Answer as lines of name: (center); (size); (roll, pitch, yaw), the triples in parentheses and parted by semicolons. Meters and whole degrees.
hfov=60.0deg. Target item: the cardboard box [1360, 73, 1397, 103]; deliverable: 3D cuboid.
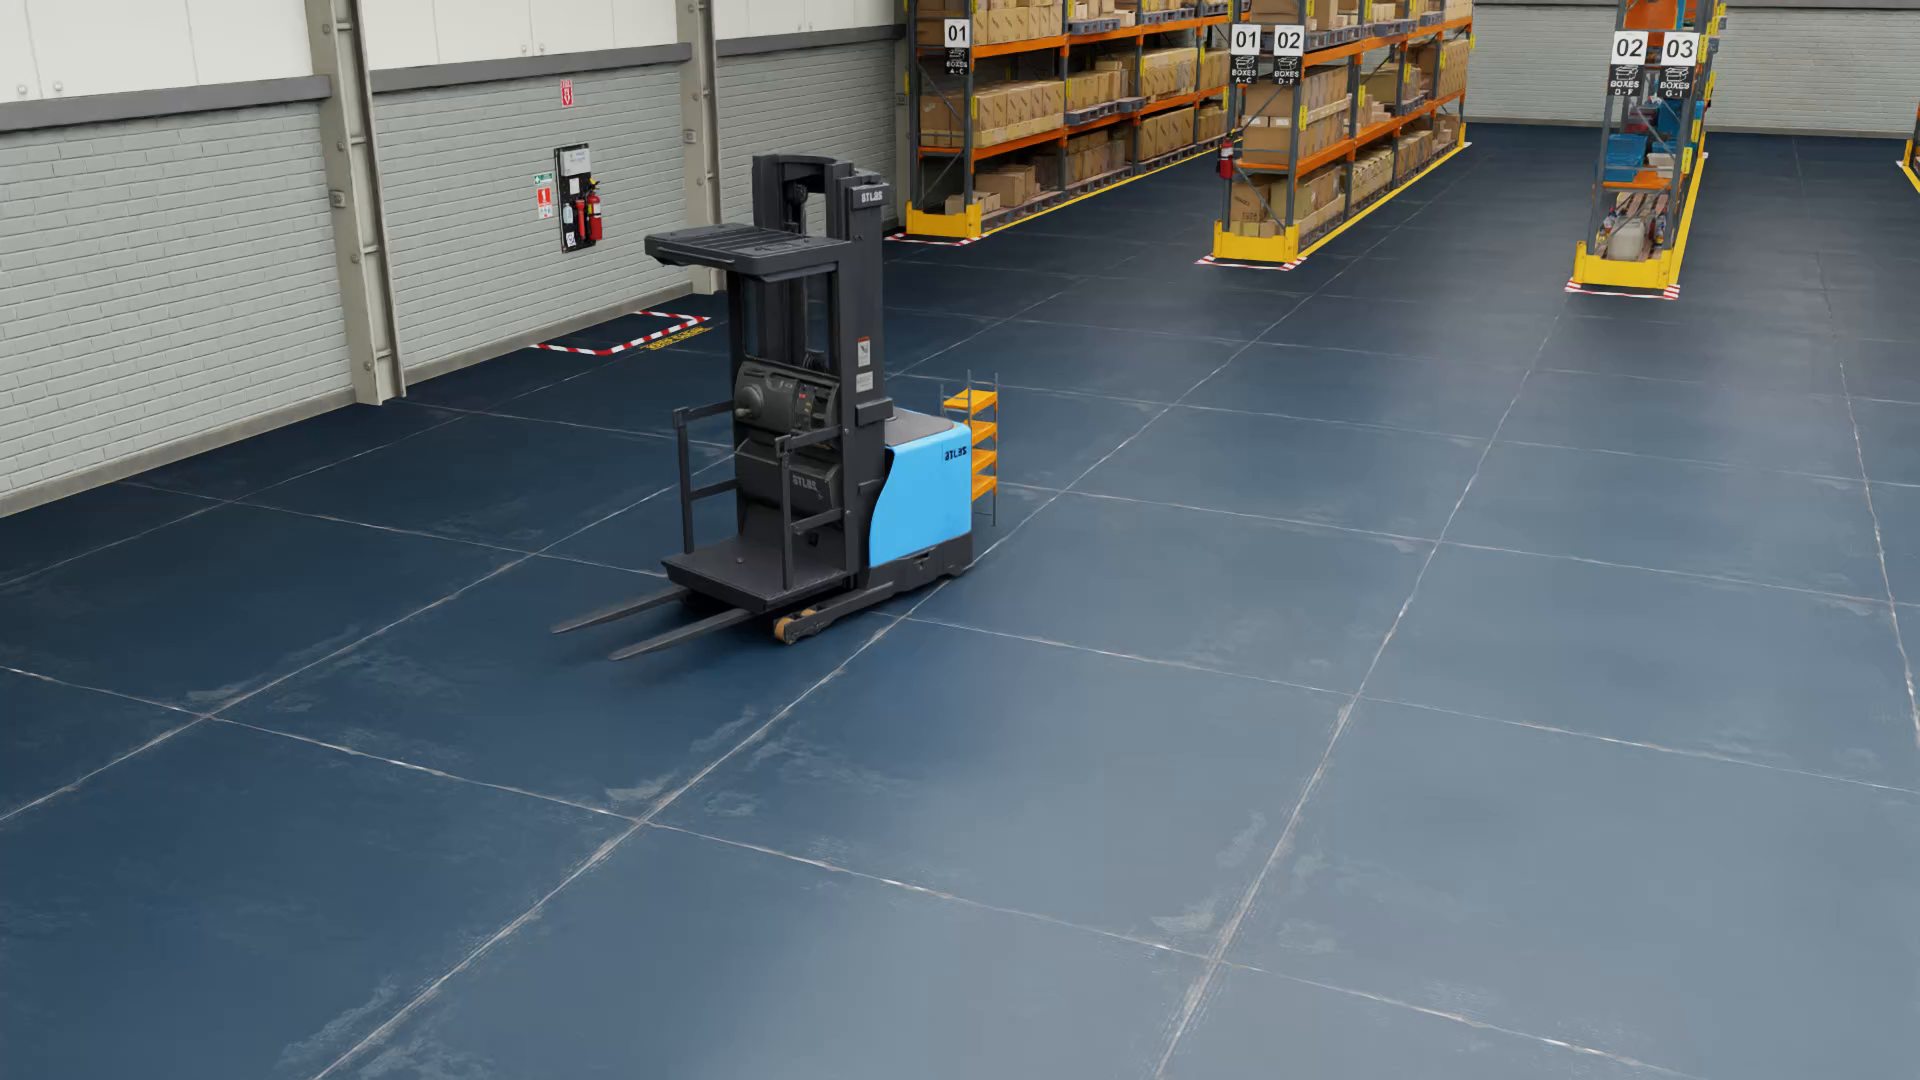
cardboard box: (7.663, -8.358, 30.719); (0.700, 0.500, 0.500); (2, 20, 4)

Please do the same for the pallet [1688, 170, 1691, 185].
pallet: (13.309, -6.903, 31.565); (1.003, 0.211, 1.213); (9, 21, 23)

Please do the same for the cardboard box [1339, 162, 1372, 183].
cardboard box: (6.687, -6.252, 28.212); (0.500, 0.311, 0.500); (8, 21, 21)

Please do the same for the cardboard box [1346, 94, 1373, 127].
cardboard box: (6.836, -7.437, 28.755); (0.500, 0.500, 0.500); (7, 21, 20)

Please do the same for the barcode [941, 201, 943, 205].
barcode: (-0.281, -5.343, 26.357); (0.001, 0.075, 0.075); (9, 21, 23)

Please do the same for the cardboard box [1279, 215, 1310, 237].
cardboard box: (4.856, -4.649, 24.541); (0.500, 0.250, 0.500); (9, 21, 23)

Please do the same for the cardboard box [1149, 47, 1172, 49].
cardboard box: (4.199, -10.252, 35.077); (0.500, 0.250, 0.500); (9, 22, 24)

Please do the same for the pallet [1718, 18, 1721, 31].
pallet: (12.970, -9.171, 29.586); (1.003, 0.211, 1.213); (9, 21, 23)

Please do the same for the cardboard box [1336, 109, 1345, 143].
cardboard box: (5.694, -6.593, 26.382); (0.700, 0.500, 0.500); (8, 21, 21)

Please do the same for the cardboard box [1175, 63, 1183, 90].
cardboard box: (4.253, -9.518, 34.132); (0.500, 0.500, 0.500); (9, 21, 23)

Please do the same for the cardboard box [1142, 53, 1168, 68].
cardboard box: (3.829, -9.555, 33.118); (0.500, 0.250, 0.500); (9, 21, 23)

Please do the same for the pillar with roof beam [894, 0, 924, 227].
pillar with roof beam: (3.136, -8.707, 23.522); (9.100, 9.000, 0.400); (9, 21, 23)

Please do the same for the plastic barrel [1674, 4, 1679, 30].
plastic barrel: (9.100, -6.845, 21.854); (0.600, 0.588, 0.600); (0, 20, 0)

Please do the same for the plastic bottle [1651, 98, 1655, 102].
plastic bottle: (12.747, -8.017, 30.719); (0.152, 0.276, 0.135); (9, 21, 23)

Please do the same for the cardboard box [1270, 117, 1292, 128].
cardboard box: (4.589, -5.903, 23.473); (0.380, 0.149, 0.250); (8, 21, 22)

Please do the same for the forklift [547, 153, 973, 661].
forklift: (-1.274, -0.910, 10.653); (1.130, 2.935, 3.031); (17, 26, 40)

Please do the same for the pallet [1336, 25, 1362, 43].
pallet: (5.544, -7.790, 25.552); (1.003, 0.211, 1.213); (9, 21, 23)

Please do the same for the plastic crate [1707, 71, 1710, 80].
plastic crate: (15.335, -9.587, 34.807); (0.616, 0.435, 0.499); (9, 21, 23)

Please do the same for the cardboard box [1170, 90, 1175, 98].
cardboard box: (4.185, -9.173, 34.131); (0.380, 0.149, 0.250); (8, 21, 21)

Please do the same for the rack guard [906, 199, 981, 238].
rack guard: (-0.258, -4.984, 25.736); (1.175, 0.500, 0.348); (9, 21, 23)

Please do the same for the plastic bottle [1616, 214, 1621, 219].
plastic bottle: (9.729, -4.673, 24.547); (0.097, 0.271, 0.097); (0, 20, 0)

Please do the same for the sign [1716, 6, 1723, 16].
sign: (14.164, -9.789, 31.027); (0.100, 0.325, 0.005); (9, 21, 23)

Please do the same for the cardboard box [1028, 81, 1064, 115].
cardboard box: (1.438, -7.466, 28.061); (0.500, 0.500, 0.500); (8, 21, 23)

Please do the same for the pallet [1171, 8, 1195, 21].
pallet: (4.295, -10.843, 34.290); (0.805, 0.209, 1.217); (8, 21, 21)

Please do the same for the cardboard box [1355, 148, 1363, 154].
cardboard box: (7.025, -6.952, 30.180); (0.500, 0.311, 0.500); (9, 22, 25)

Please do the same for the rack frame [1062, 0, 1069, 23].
rack frame: (1.349, -10.188, 27.685); (1.000, 3.000, 0.127); (9, 21, 23)

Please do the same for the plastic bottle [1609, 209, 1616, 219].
plastic bottle: (9.601, -4.713, 24.542); (0.144, 0.351, 0.185); (8, 21, 20)

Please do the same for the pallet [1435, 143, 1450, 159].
pallet: (9.926, -8.398, 35.769); (1.003, 0.211, 1.213); (9, 21, 23)

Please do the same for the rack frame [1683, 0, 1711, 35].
rack frame: (10.387, -8.828, 23.863); (1.000, 3.000, 0.127); (9, 21, 23)

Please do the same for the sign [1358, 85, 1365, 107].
sign: (6.377, -7.052, 26.411); (0.100, 0.325, 0.005); (9, 21, 23)

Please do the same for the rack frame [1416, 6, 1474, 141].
rack frame: (10.784, -10.351, 37.097); (1.000, 3.000, 0.127); (9, 21, 23)

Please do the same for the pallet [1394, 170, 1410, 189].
pallet: (7.848, -6.814, 31.315); (1.003, 0.211, 1.213); (9, 21, 23)

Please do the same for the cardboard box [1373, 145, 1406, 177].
cardboard box: (7.955, -7.035, 30.847); (0.500, 0.500, 0.500); (10, 22, 25)

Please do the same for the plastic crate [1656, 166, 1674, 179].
plastic crate: (9.409, -4.884, 22.119); (0.298, 0.136, 0.250); (9, 21, 23)

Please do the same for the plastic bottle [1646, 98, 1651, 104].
plastic bottle: (12.373, -7.776, 29.930); (0.144, 0.351, 0.185); (9, 21, 23)

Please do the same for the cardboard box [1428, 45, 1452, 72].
cardboard box: (9.806, -9.909, 34.215); (0.500, 0.500, 0.500); (8, 21, 21)

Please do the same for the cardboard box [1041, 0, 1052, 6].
cardboard box: (1.175, -8.942, 26.987); (0.500, 0.500, 0.500); (10, 22, 26)

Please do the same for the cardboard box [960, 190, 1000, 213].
cardboard box: (0.310, -5.452, 26.679); (0.500, 0.311, 0.500); (11, 22, 27)

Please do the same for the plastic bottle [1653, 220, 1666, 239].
plastic bottle: (10.106, -4.483, 24.005); (0.152, 0.276, 0.135); (9, 21, 24)

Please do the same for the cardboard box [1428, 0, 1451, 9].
cardboard box: (9.572, -10.821, 33.420); (0.500, 0.250, 0.500); (9, 21, 23)

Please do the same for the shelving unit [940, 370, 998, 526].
shelving unit: (0.068, -0.616, 12.410); (0.258, 1.200, 0.503); (9, 21, 23)

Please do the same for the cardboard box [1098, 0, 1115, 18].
cardboard box: (2.372, -9.672, 30.527); (0.797, 0.503, 0.637); (12, 23, 30)

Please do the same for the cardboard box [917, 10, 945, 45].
cardboard box: (-0.349, -7.770, 25.186); (0.500, 0.500, 0.500); (10, 22, 27)

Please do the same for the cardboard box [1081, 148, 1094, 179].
cardboard box: (2.047, -6.933, 30.561); (0.700, 0.500, 0.500); (9, 21, 23)

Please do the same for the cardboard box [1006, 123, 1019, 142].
cardboard box: (0.614, -6.498, 26.458); (0.500, 0.250, 0.500); (8, 21, 22)

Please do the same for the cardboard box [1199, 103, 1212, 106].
cardboard box: (5.523, -9.884, 37.920); (0.380, 0.149, 0.250); (9, 21, 23)

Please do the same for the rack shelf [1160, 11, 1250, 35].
rack shelf: (5.444, -11.492, 36.904); (1.077, 0.370, 4.000); (9, 21, 23)

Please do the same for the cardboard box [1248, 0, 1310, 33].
cardboard box: (4.471, -7.361, 23.223); (0.797, 0.503, 0.637); (10, 22, 26)

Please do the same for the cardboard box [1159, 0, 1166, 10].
cardboard box: (3.732, -10.897, 33.351); (0.700, 0.500, 0.500); (9, 21, 23)

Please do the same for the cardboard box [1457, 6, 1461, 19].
cardboard box: (10.187, -11.044, 34.793); (0.500, 0.250, 0.500); (9, 21, 23)

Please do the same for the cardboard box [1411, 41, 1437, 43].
cardboard box: (9.945, -10.456, 35.753); (0.500, 0.500, 0.500); (9, 21, 23)

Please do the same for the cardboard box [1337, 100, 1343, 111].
cardboard box: (5.746, -6.767, 25.903); (0.380, 0.149, 0.250); (8, 21, 21)

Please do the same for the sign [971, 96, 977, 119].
sign: (0.206, -6.472, 24.898); (0.100, 0.325, 0.005); (9, 21, 23)
